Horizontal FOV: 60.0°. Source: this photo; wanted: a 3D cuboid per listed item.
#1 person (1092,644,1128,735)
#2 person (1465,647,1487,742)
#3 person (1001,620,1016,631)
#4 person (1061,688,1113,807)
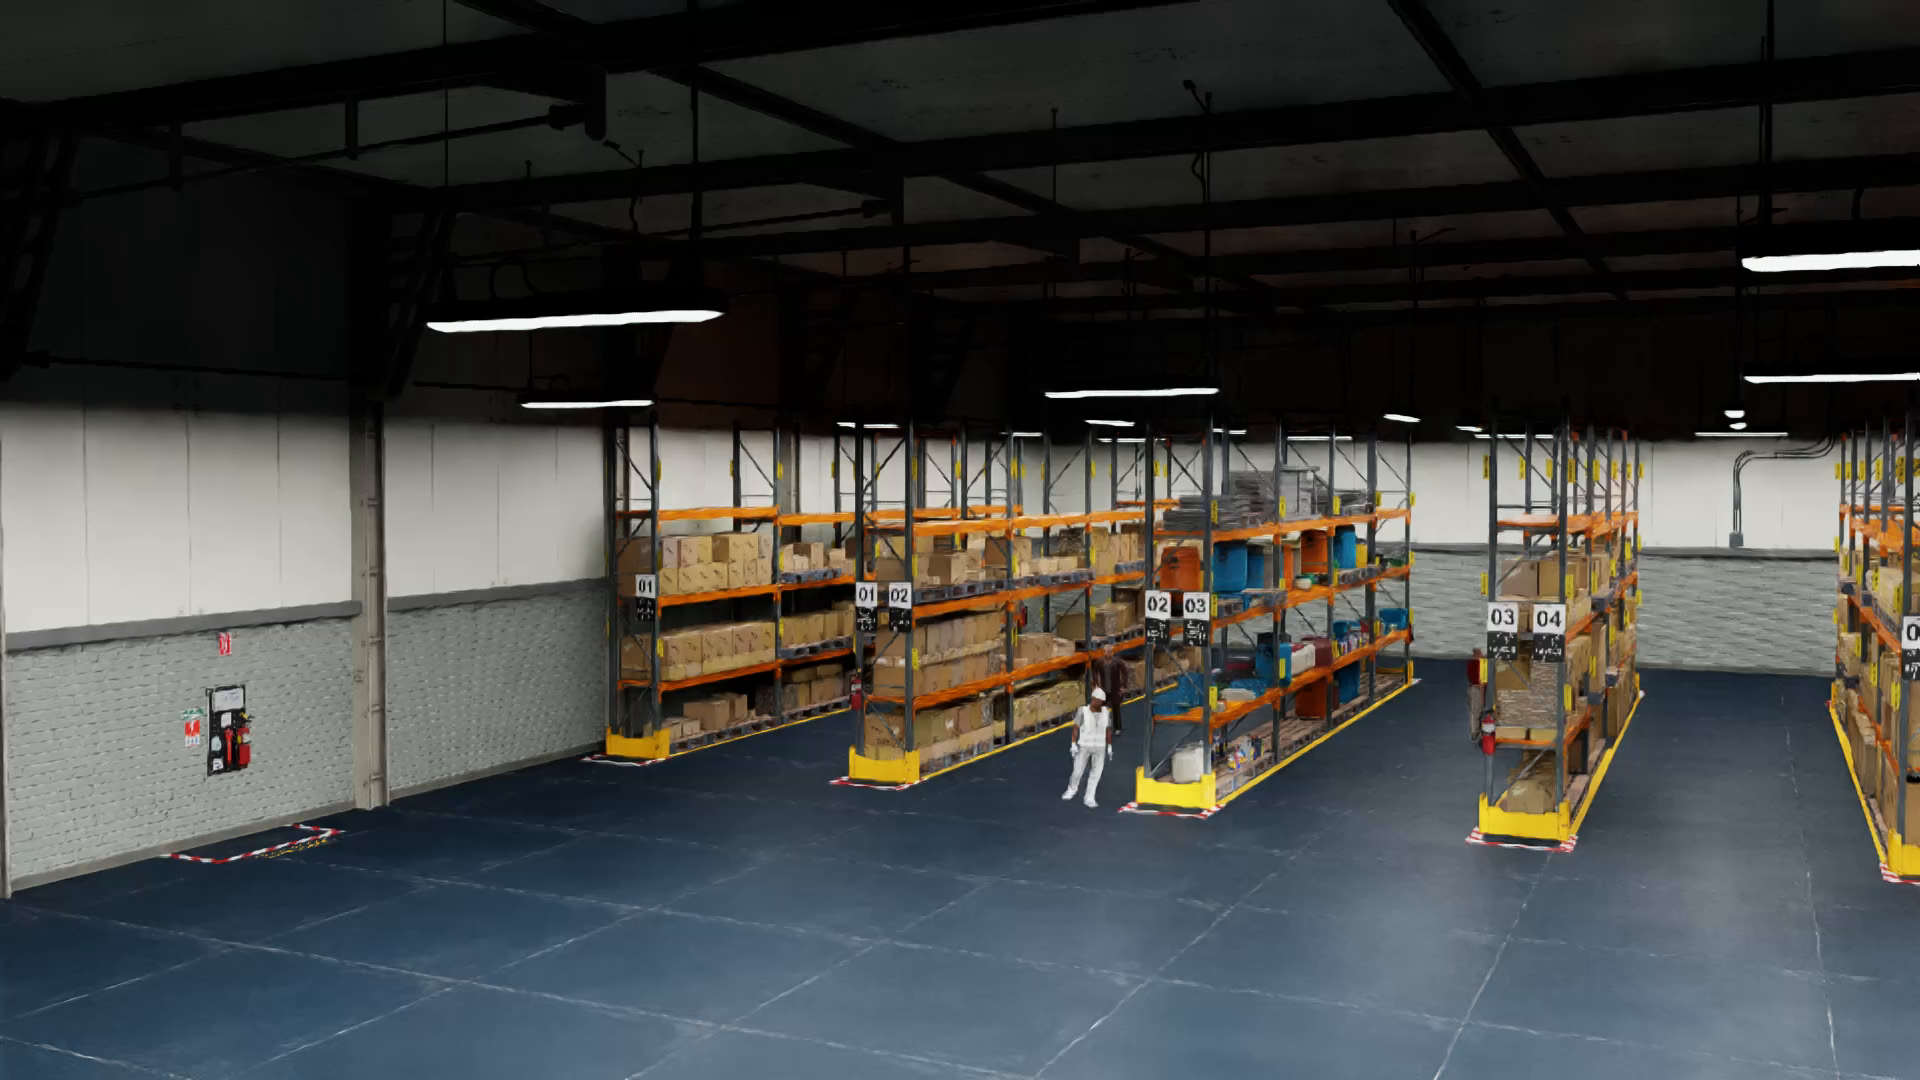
[{"bbox_3d":[2.829,2.826,31.387,0.729,1.721,0.546,1,3,24],"label":"person"},{"bbox_3d":[9.557,2.837,30.599,0.457,1.733,0.593,0,2,-6],"label":"person"},{"bbox_3d":[1.349,2.257,45.180,0.682,1.670,0.553,-1,3,-27],"label":"person"},{"bbox_3d":[1.896,3.080,24.807,0.739,1.763,0.538,0,2,-11],"label":"person"}]
